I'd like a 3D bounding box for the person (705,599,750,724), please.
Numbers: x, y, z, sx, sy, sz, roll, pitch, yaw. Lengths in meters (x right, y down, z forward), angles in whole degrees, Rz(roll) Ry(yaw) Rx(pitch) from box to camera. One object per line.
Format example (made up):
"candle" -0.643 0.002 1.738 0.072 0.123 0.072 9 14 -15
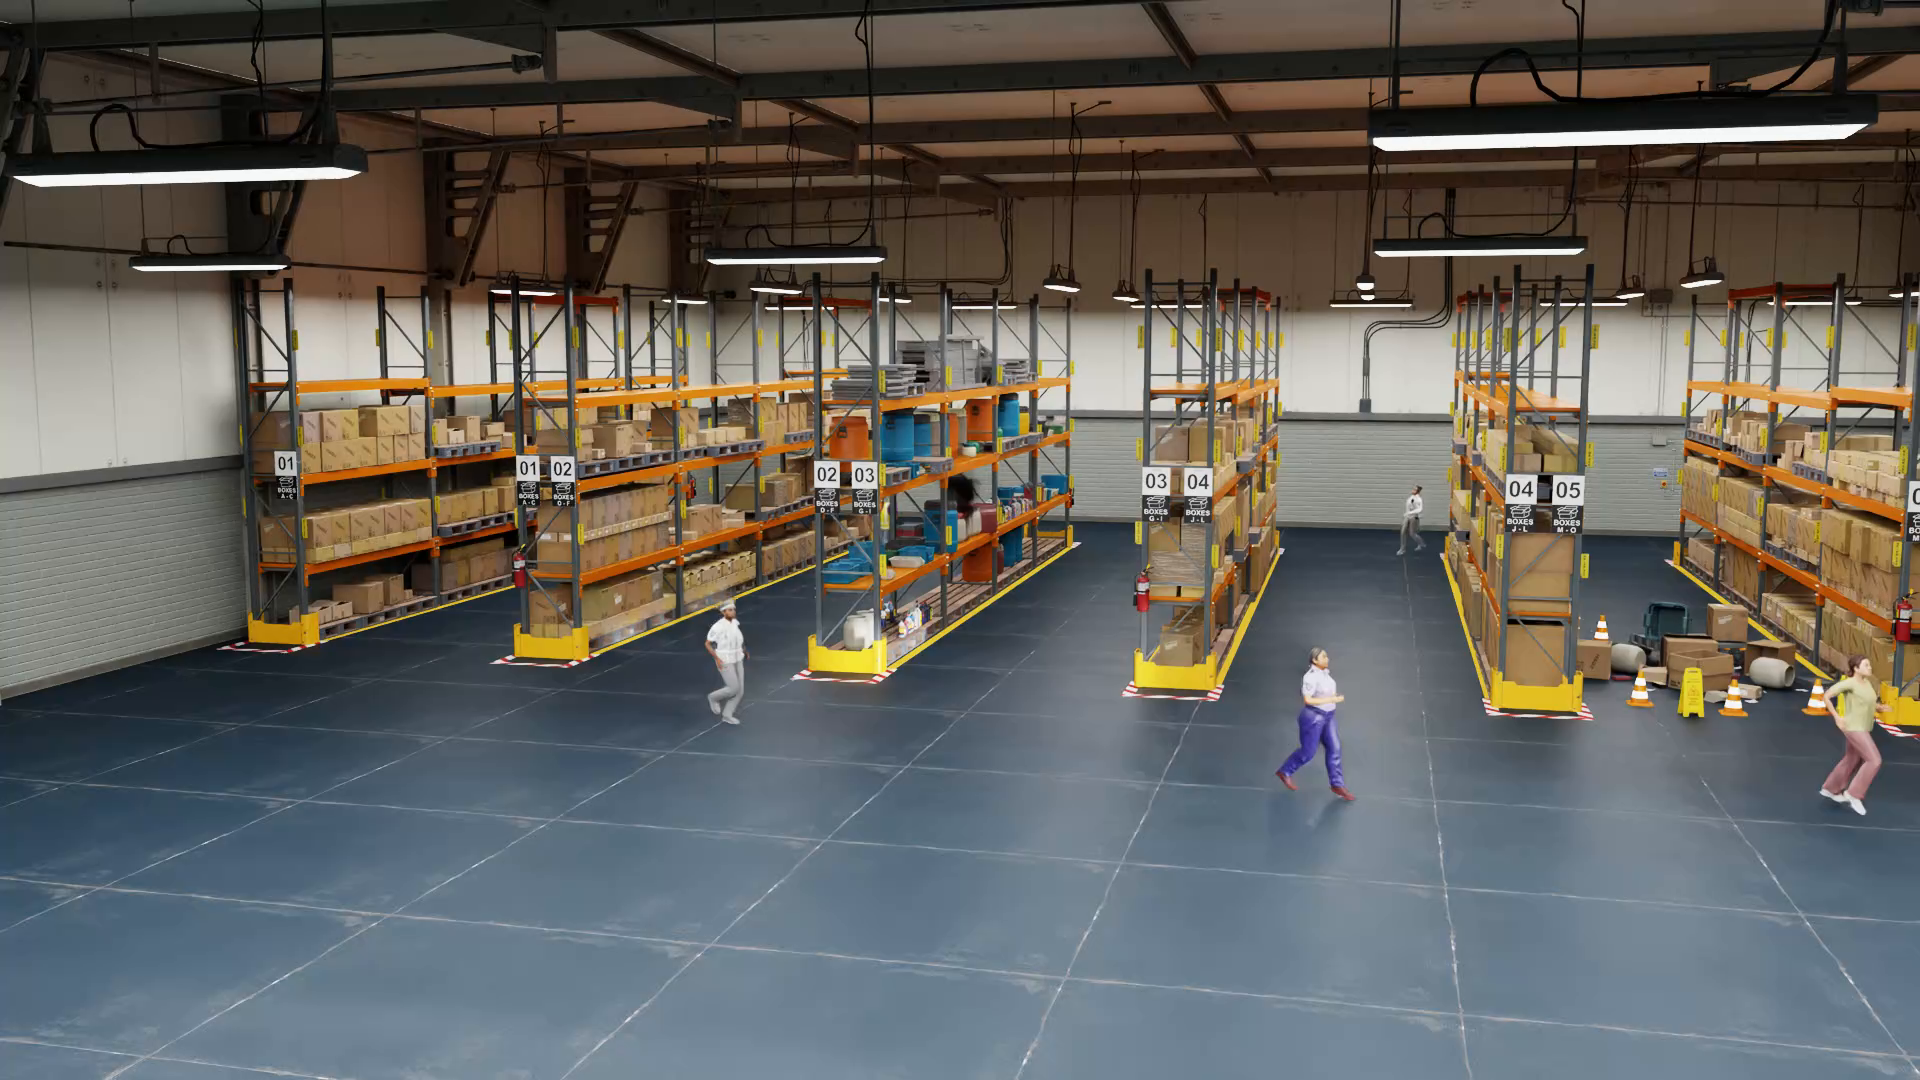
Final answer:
"person" -3.013 1.587 21.751 0.559 1.657 0.575 5 9 37

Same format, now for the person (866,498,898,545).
"person" -1.730 -0.227 36.580 0.717 1.718 0.579 2 7 12

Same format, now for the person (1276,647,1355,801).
"person" 3.905 1.995 18.227 0.886 1.670 0.602 6 9 39

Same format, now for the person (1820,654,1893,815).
"person" 9.563 2.057 17.738 0.545 1.700 0.697 -5 9 -38

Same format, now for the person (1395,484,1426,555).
"person" 10.640 -0.478 38.905 0.790 1.694 0.631 -2 7 -19
